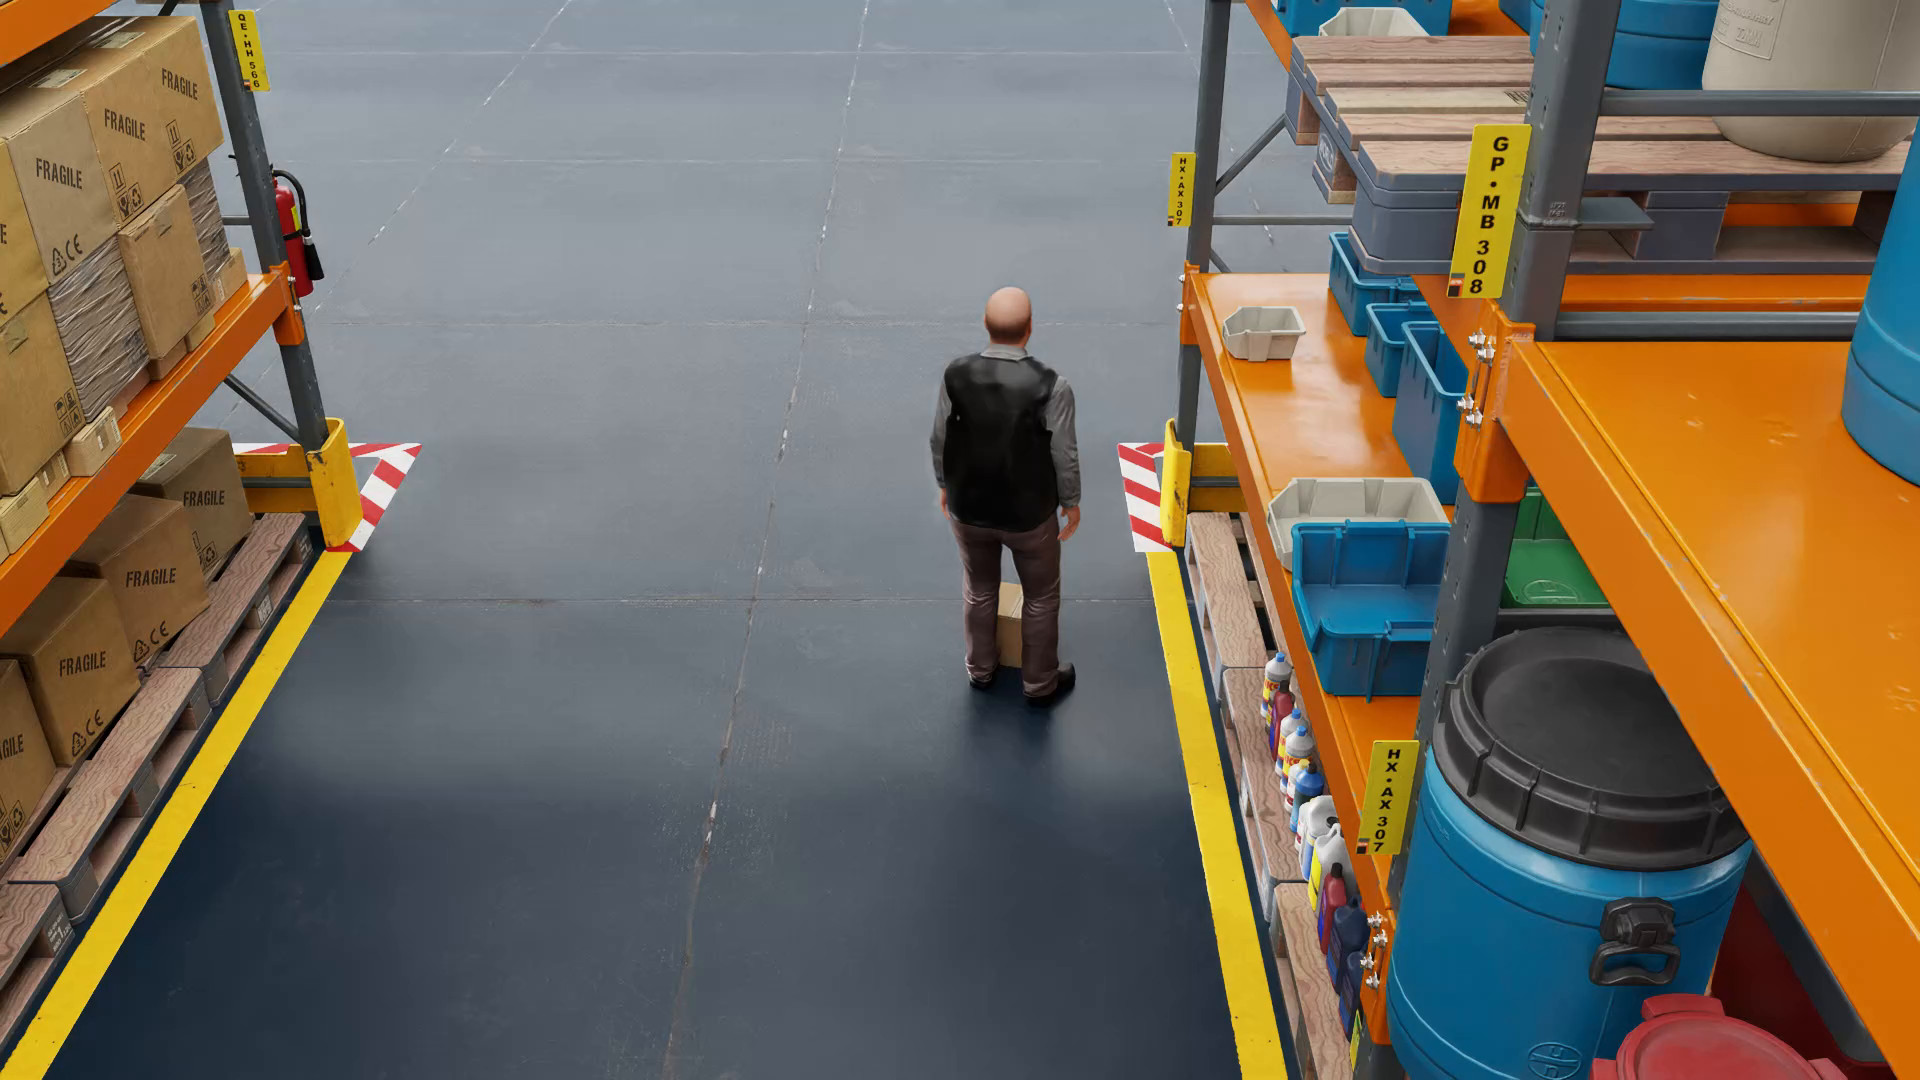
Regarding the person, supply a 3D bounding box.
[{"bbox_3d":[0.178,-0.138,6.383,0.580,1.722,0.460,10,33,16],"label":"person"}]
